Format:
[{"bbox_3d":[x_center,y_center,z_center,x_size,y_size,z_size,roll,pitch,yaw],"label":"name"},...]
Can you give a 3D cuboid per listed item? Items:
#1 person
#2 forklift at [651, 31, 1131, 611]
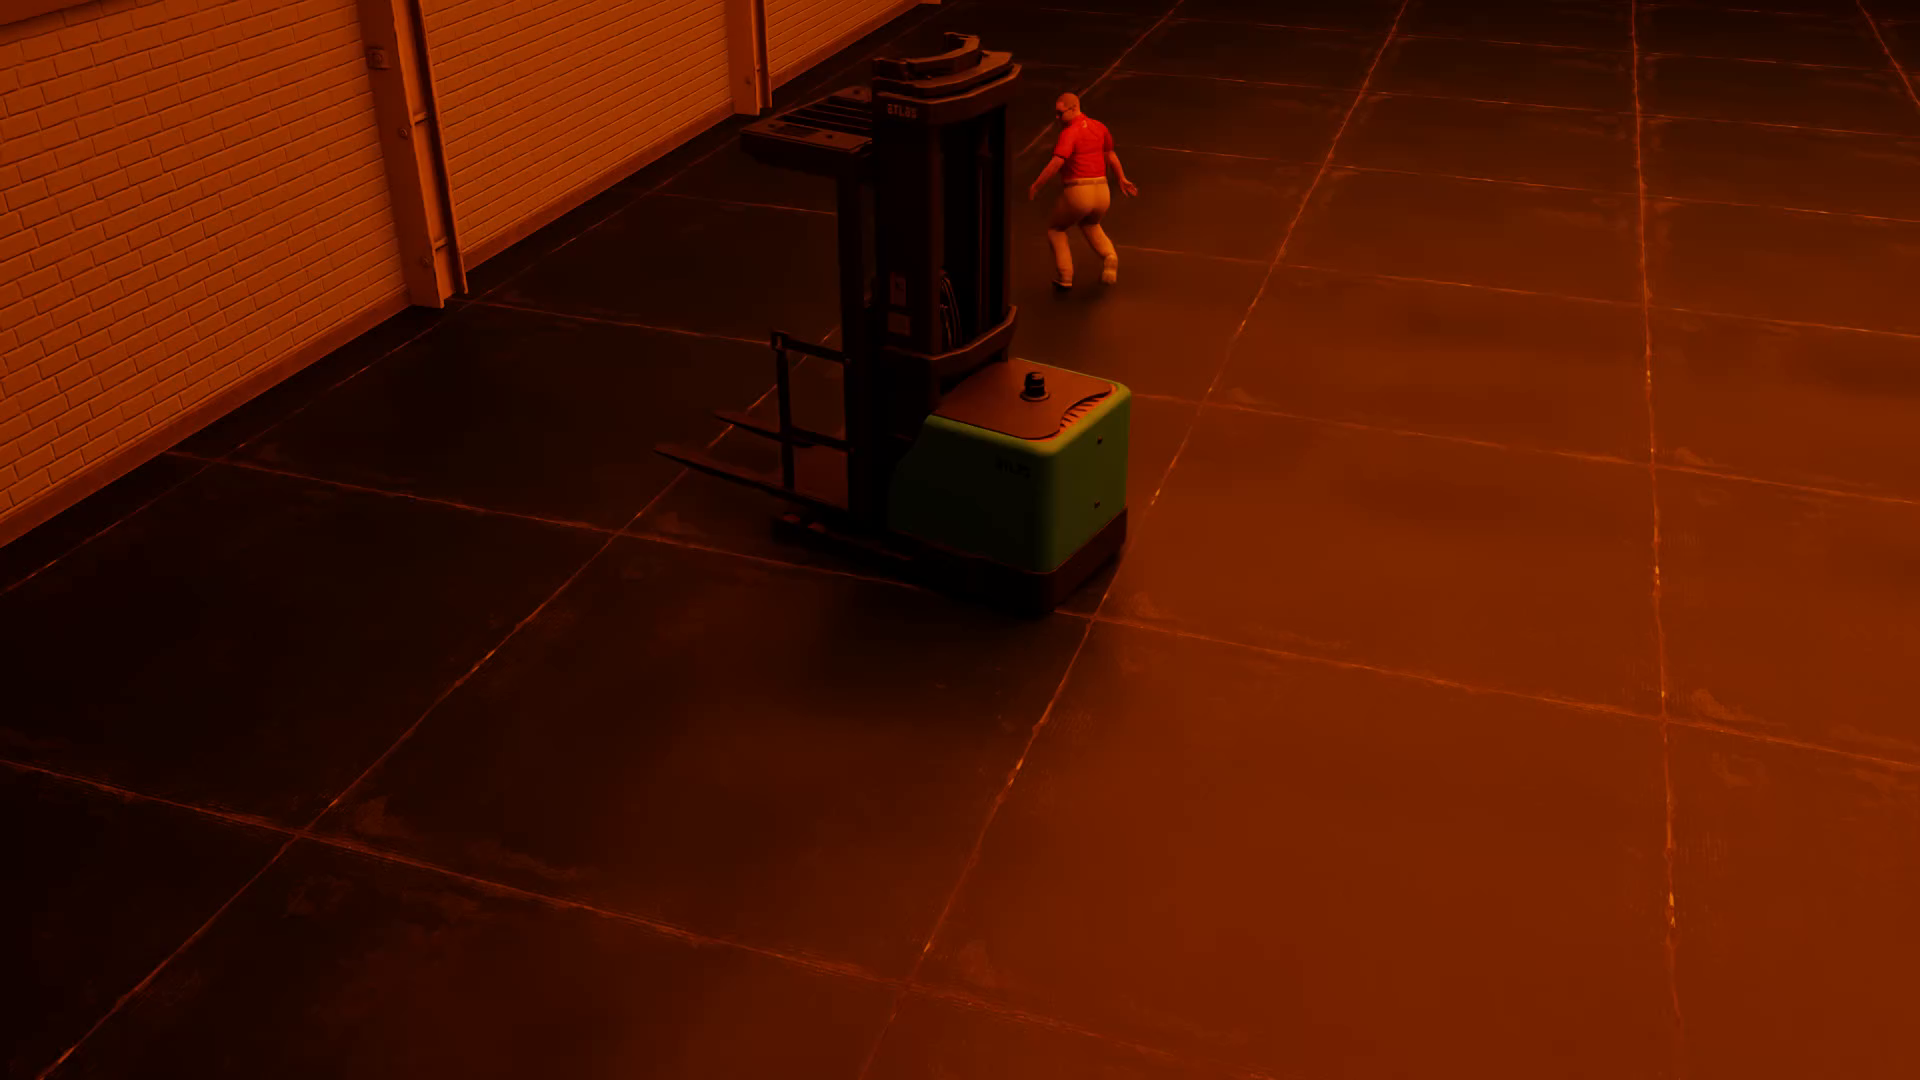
[{"bbox_3d":[1.046,-2.830,13.570,0.964,1.586,0.539,-19,35,-30],"label":"person"},{"bbox_3d":[-0.531,-1.413,9.615,3.031,2.935,1.130,17,34,27],"label":"forklift"}]
